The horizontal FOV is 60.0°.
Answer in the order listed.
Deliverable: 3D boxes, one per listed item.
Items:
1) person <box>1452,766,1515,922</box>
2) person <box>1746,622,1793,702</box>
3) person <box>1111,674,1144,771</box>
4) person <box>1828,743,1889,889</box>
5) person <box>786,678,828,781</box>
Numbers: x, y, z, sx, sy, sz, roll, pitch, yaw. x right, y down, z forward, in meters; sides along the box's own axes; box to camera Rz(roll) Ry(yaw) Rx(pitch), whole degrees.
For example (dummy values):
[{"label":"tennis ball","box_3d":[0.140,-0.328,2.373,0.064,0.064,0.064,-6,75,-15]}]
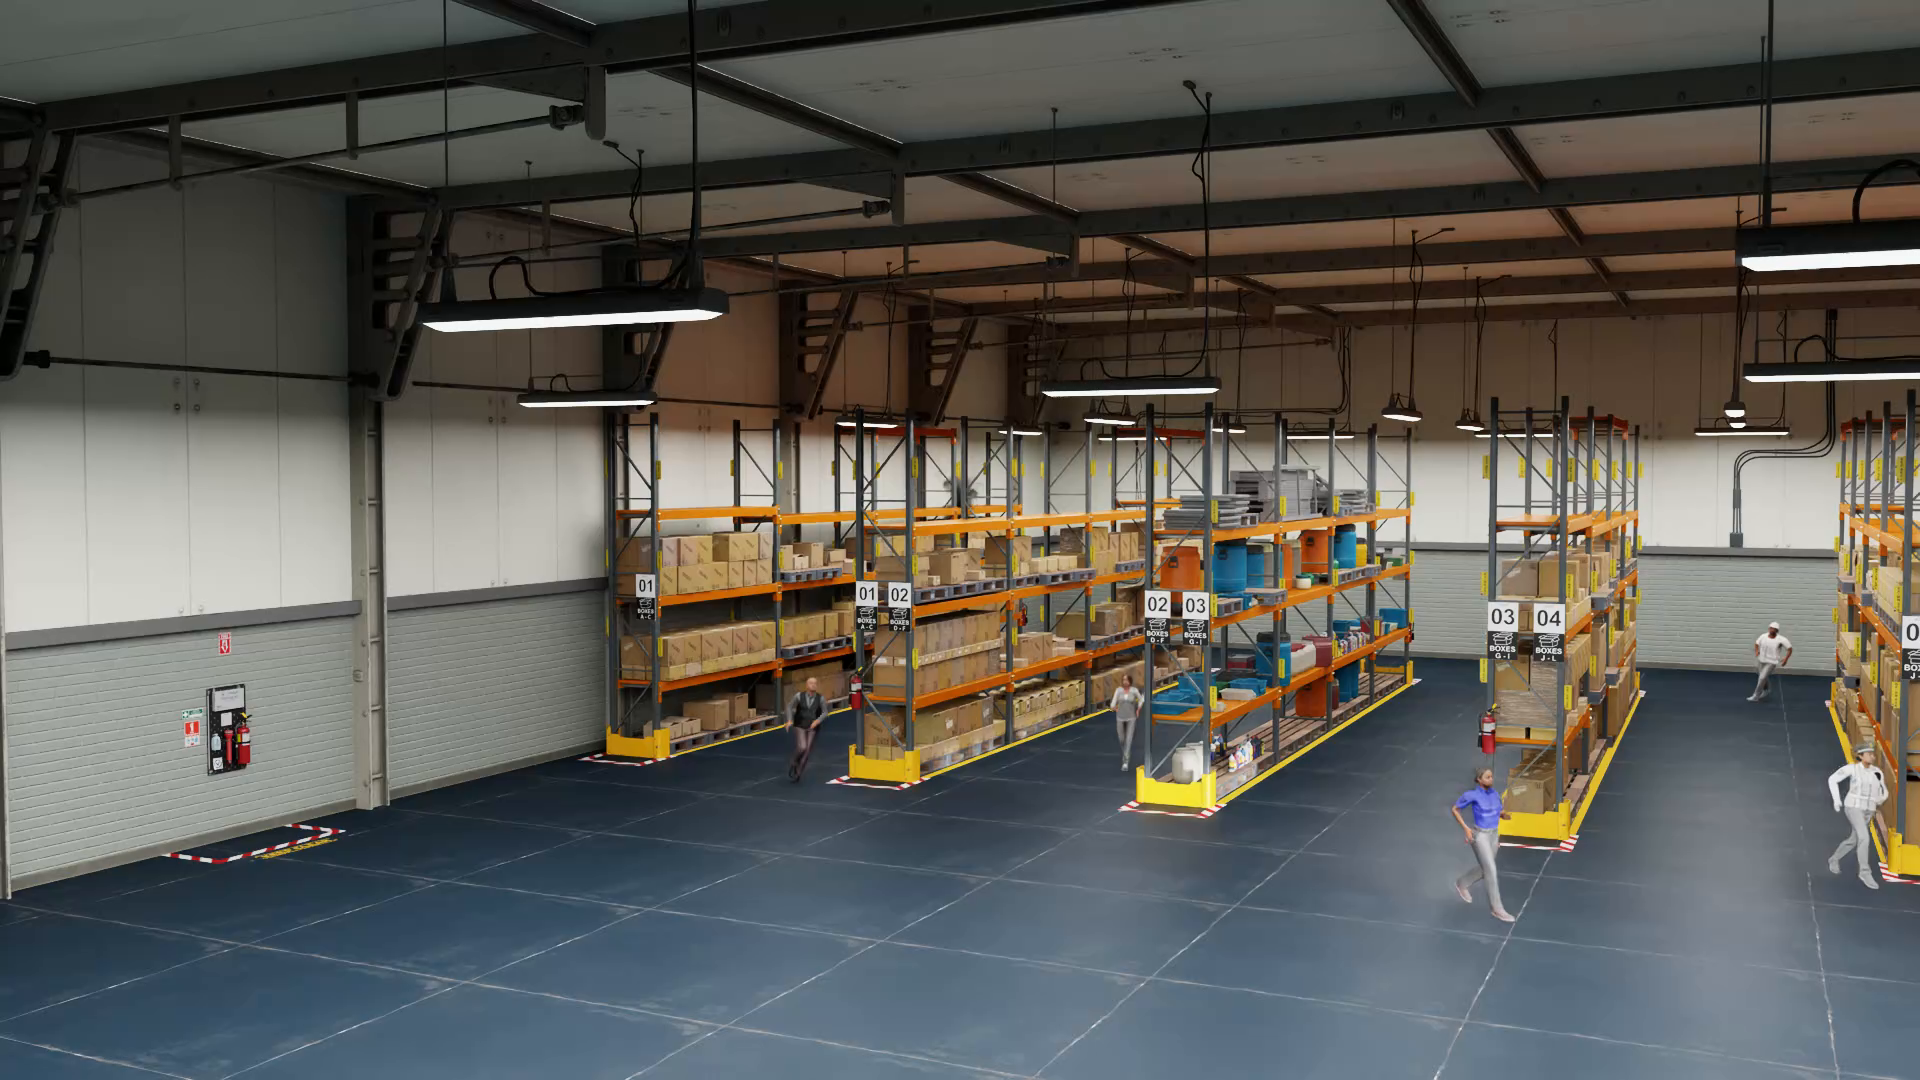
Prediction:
[{"label":"person","box_3d":[5.880,3.372,18.679,0.576,1.633,0.939,-2,3,-33]},{"label":"person","box_3d":[17.345,2.618,35.708,0.958,1.726,0.795,-1,3,-29]},{"label":"person","box_3d":[2.800,3.032,27.903,0.538,1.591,0.839,1,2,12]},{"label":"person","box_3d":[10.985,3.301,20.204,0.607,1.683,0.868,0,2,-8]},{"label":"person","box_3d":[-2.435,3.043,26.668,0.662,1.653,0.612,-1,2,-14]}]
